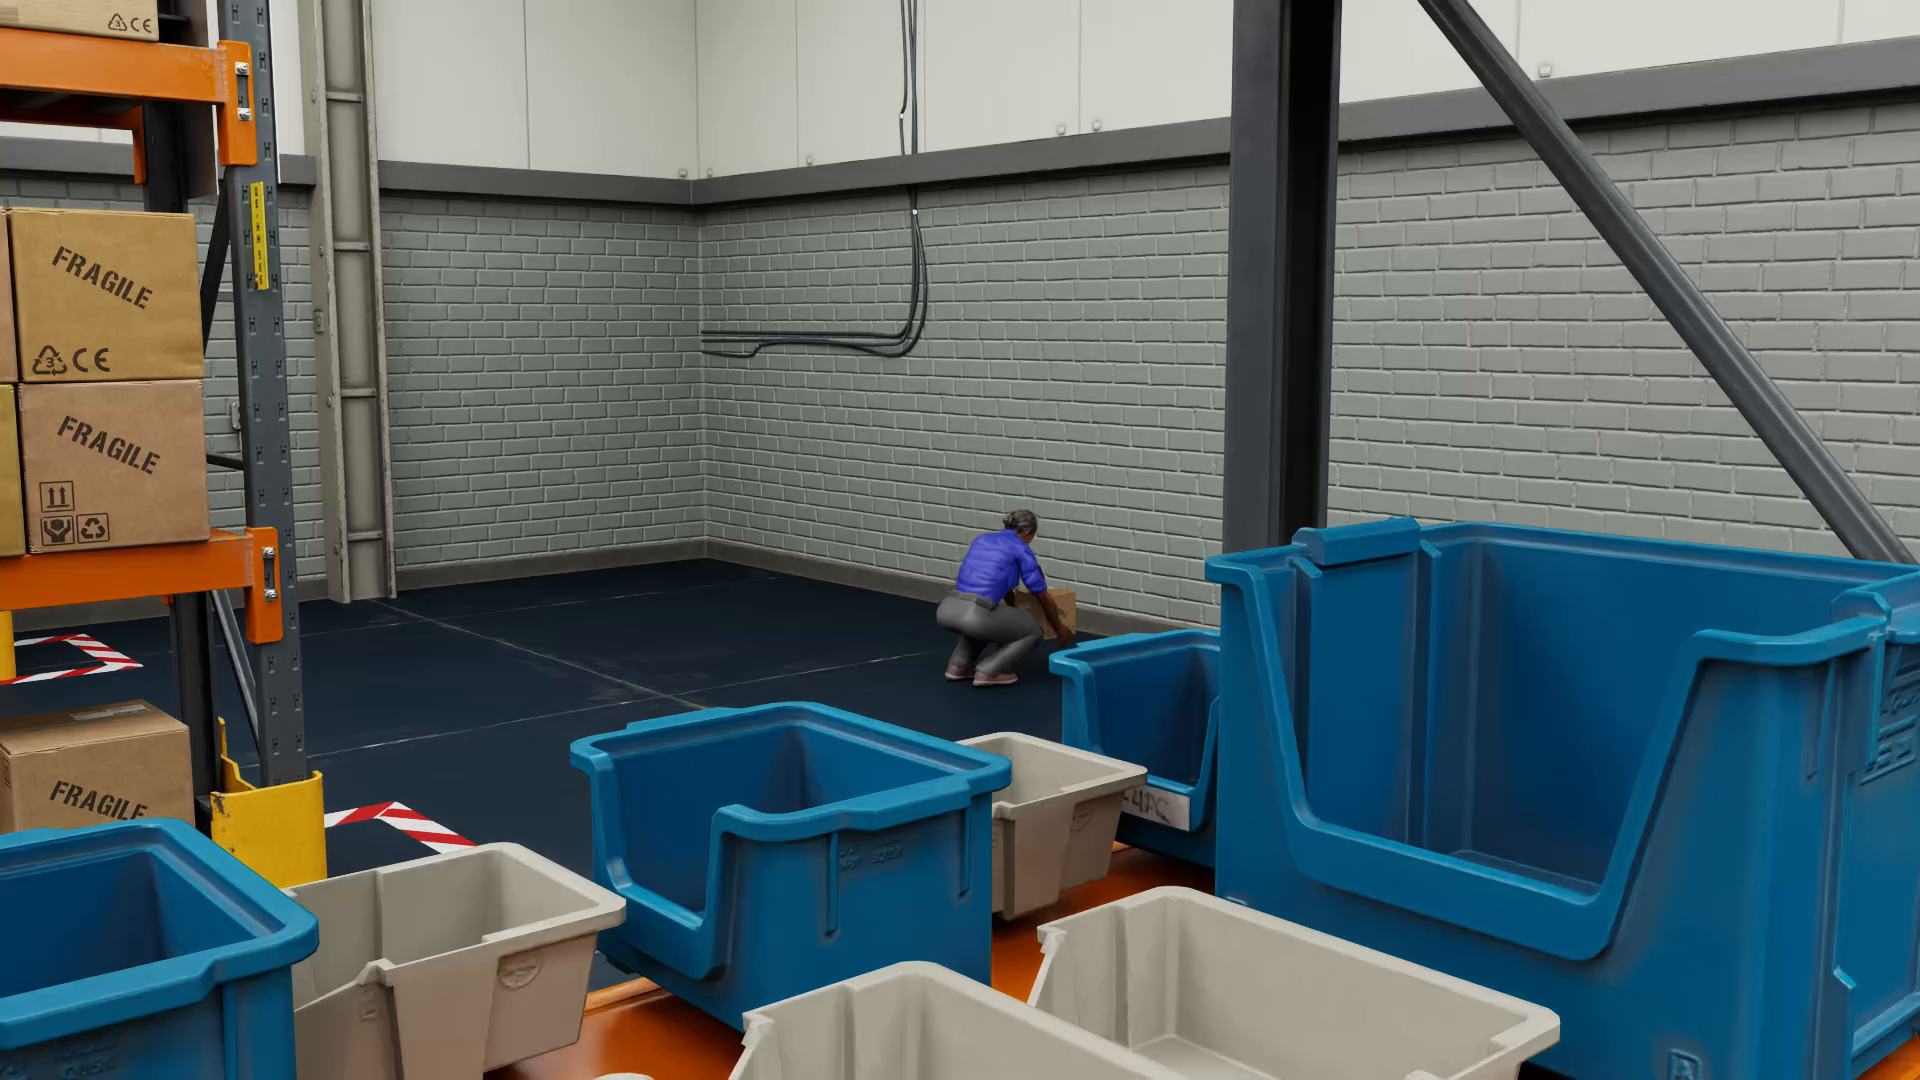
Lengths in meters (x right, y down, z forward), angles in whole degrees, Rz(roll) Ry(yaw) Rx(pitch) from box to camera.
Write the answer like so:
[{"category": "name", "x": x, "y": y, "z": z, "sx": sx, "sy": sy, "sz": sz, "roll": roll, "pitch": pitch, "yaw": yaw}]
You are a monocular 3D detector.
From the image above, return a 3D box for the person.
[{"category": "person", "x": 0.236, "y": 0.314, "z": 9.262, "sx": 0.839, "sy": 0.934, "sz": 0.471, "roll": -7, "pitch": 10, "yaw": -42}]
